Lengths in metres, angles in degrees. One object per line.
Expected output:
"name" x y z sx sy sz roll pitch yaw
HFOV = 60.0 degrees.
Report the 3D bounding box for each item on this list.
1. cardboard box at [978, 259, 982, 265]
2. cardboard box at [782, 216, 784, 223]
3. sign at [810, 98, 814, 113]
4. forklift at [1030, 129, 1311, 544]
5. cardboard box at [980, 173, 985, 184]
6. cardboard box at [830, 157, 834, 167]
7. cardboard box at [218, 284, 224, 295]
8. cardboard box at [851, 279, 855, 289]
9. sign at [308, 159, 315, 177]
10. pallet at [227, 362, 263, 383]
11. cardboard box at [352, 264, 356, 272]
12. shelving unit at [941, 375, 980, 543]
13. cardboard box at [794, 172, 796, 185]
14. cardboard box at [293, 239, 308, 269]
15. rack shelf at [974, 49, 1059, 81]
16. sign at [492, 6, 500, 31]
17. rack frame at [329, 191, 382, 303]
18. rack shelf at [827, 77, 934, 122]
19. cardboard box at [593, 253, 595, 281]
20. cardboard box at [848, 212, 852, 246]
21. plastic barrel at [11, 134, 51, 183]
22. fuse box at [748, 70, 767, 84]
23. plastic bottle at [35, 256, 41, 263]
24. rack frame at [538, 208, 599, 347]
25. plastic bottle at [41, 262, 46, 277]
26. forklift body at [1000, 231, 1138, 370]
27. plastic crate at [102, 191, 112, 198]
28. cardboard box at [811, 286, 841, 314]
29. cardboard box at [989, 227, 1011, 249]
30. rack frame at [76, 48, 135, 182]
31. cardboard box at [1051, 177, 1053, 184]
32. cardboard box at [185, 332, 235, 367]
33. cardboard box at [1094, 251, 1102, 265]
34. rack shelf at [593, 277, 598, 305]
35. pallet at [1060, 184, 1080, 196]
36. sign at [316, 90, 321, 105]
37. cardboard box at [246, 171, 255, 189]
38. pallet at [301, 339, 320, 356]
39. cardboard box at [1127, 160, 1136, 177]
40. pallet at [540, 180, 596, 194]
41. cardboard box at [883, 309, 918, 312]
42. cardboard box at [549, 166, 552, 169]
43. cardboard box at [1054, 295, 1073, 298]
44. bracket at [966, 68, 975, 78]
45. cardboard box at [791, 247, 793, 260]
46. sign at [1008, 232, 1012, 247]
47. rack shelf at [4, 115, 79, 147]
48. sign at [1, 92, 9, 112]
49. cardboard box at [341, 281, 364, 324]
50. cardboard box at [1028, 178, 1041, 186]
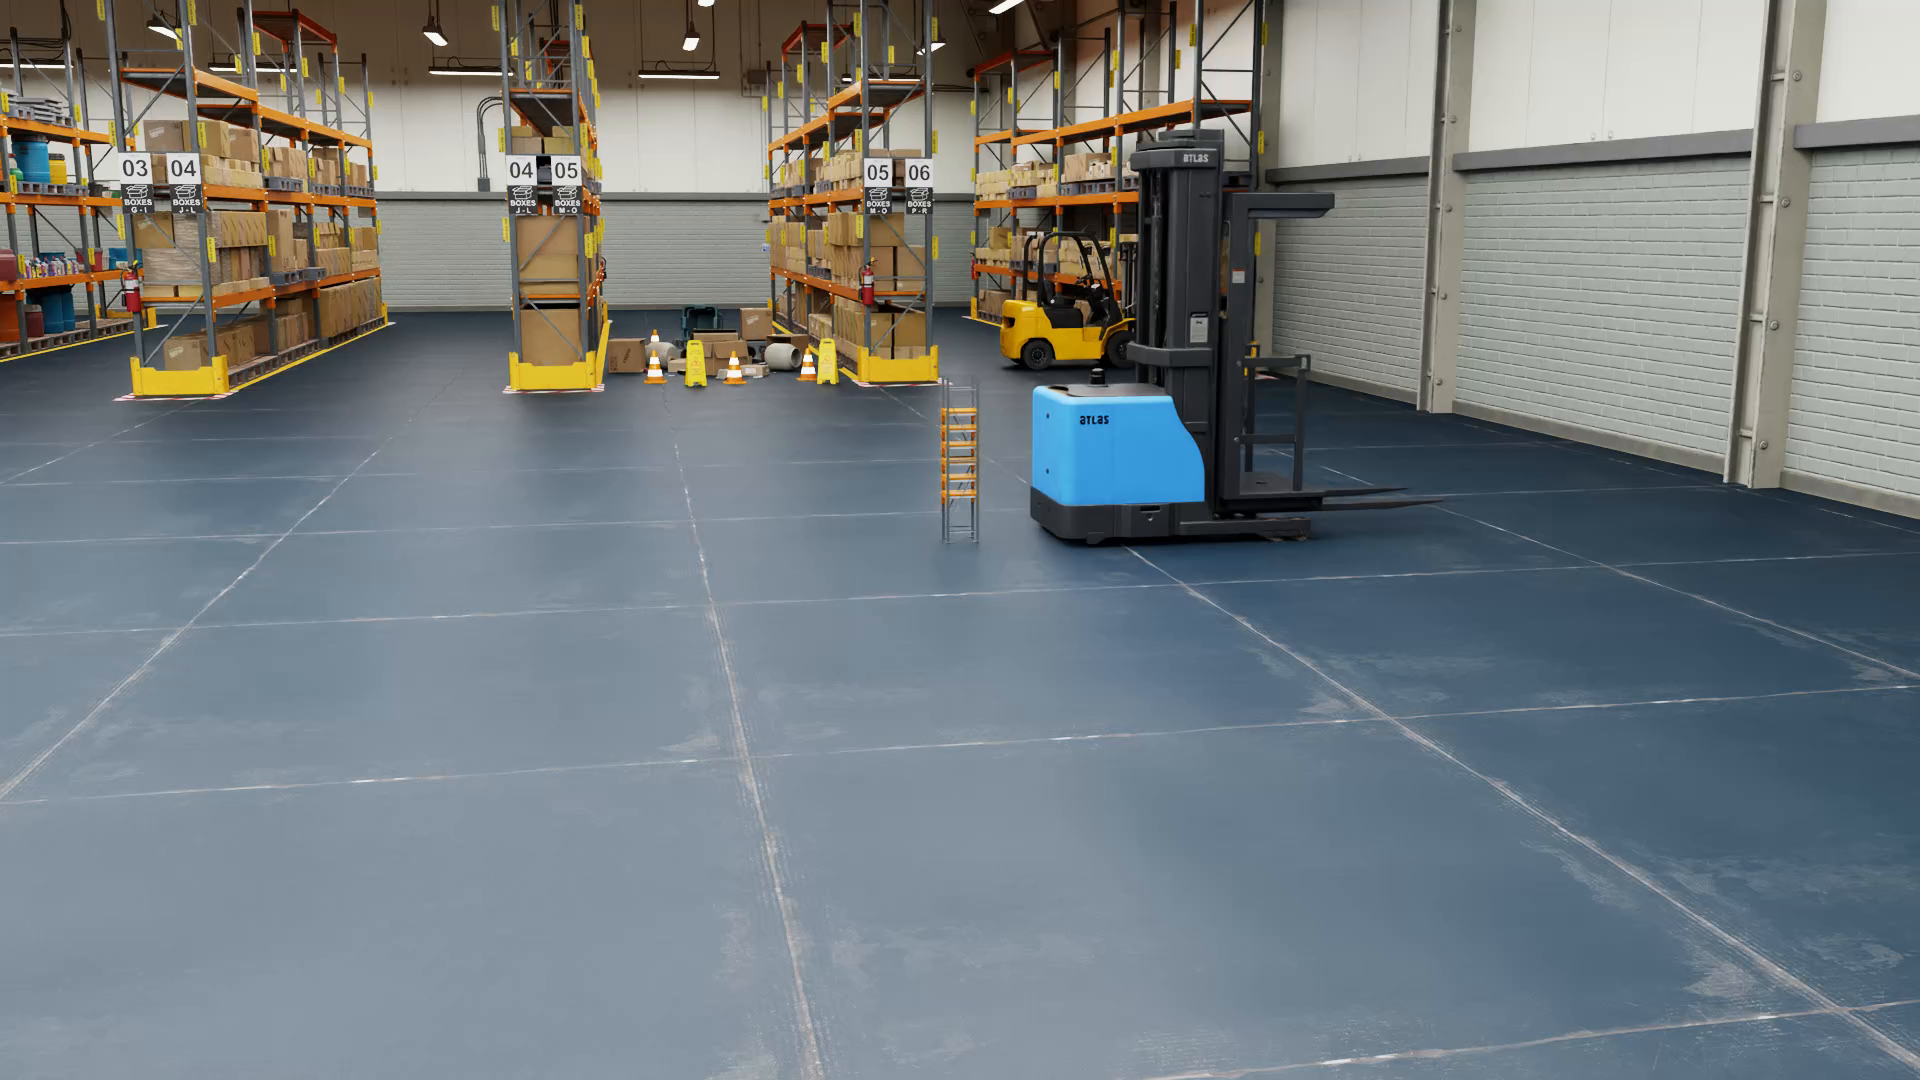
"cardboard box" 0.647 -6.748 40.302 0.380 0.149 0.250 -2 11 -11
"cardboard box" -3.744 -7.120 36.905 0.380 0.149 0.250 -2 11 -11
"sign" -3.481 -10.223 39.130 0.100 0.325 0.005 -2 11 -11
"forklift" 2.108 -1.524 12.366 3.031 2.935 1.130 -2 11 -11
"cardboard box" 0.773 -8.549 39.337 0.500 0.250 0.500 -2 11 -11
"cardboard box" -1.941 -6.232 27.435 0.380 0.149 0.250 -2 11 -12
"cardboard box" -10.510 -3.496 23.216 0.380 0.149 0.250 -2 11 -11
"cardboard box" -1.453 -3.900 25.337 0.380 0.149 0.250 -2 11 -10
"sign" -11.648 -6.680 29.866 0.100 0.325 0.005 -2 11 -11
"pallet" -10.996 -2.484 24.681 1.003 0.211 1.213 -2 11 -11
"cardboard box" -12.690 -5.610 34.320 0.380 0.149 0.250 -2 11 -11
"shelving unit" 0.003 -0.587 12.070 0.258 1.200 0.189 -2 11 -11
"cardboard box" -3.071 -7.147 32.940 0.396 0.266 0.258 -2 11 -12
"cardboard box" -11.830 -4.992 29.013 0.700 0.500 0.500 0 11 -3
"rack shelf" 1.242 -10.802 37.916 1.077 0.370 4.000 -2 11 -11
"sign" -6.275 -7.056 22.489 0.100 0.325 0.005 -2 11 -11
"rack frame" -13.736 -6.401 37.802 1.000 3.000 0.127 -2 11 -11
"rack shelf" -1.293 -6.785 25.712 1.077 0.370 4.000 -2 11 -11
"cardboard box" -6.549 -4.701 28.607 0.500 0.500 0.500 -2 11 -11
"cardboard box" -1.308 -4.692 25.087 0.700 0.500 0.500 -2 11 -10
"plastic barrel" -17.335 -7.105 31.019 0.600 0.901 0.708 -2 11 -11
"fuse box" -5.378 -12.299 44.190 0.513 0.334 0.176 -2 11 -11
"plastic bottle" -18.058 -5.379 32.566 0.144 0.351 0.185 -2 11 -11
"rack frame" -7.296 -5.095 30.943 1.000 3.000 0.127 -2 11 -11
"plastic bottle" -17.026 -5.015 30.867 0.097 0.271 0.097 0 11 0
"forklift body" 1.806 -3.872 26.788 2.313 2.155 1.214 -2 11 -11
"plastic crate" -17.949 -7.194 34.656 0.437 0.136 0.530 -2 11 -11
"cardboard box" -2.513 -4.586 32.827 0.875 0.875 0.875 -2 11 -12
"cardboard box" 0.969 -7.015 38.629 0.500 0.500 0.500 -2 11 -10
"rack frame" -18.595 -9.167 36.295 1.000 3.000 0.127 -2 11 -11
"cardboard box" 2.046 -7.224 33.442 0.380 0.149 0.250 -2 11 -10
"cardboard box" -10.983 -2.783 24.360 0.500 0.500 0.500 -1 11 -6
"cardboard box" 2.733 -5.088 29.970 0.500 0.250 0.500 -2 11 -12
"rack shelf" -6.907 -4.375 29.083 1.077 0.370 4.000 -2 11 -11
"pallet" 2.628 -6.734 32.039 1.213 0.211 1.003 -2 11 -8
"sign" -14.282 -9.865 37.039 0.100 0.325 0.005 -2 11 -11
"cardboard box" -10.966 -5.429 25.078 0.500 0.250 0.500 -2 11 -10
"pallet" -12.030 -3.420 29.601 1.003 0.211 1.213 -2 11 -11
"cardboard box" 3.109 -6.265 27.915 0.500 0.311 0.500 -2 11 -10
"pallet" -6.898 -6.155 28.993 1.003 0.211 1.213 -2 11 -8
"cardboard box" -0.901 -3.308 25.781 0.500 0.500 0.500 -3 11 -13
"cardboard box" -6.812 -6.140 27.424 0.500 0.250 0.500 -2 11 -10
"cardboard box" 2.064 -4.853 33.500 0.380 0.149 0.250 -3 11 -14
"bracket" 0.322 -12.683 45.136 0.235 0.232 0.430 -2 11 -11
"cardboard box" -3.228 -5.920 34.342 0.500 0.250 0.500 -2 11 -10
"sign" 1.100 -6.613 36.601 0.100 0.325 0.005 -2 11 -11
"rack shelf" -17.428 -7.517 30.618 1.077 0.370 4.000 -2 11 -11
"sign" -16.501 -7.563 28.728 0.100 0.325 0.005 -2 11 -11
"cardboard box" -13.008 -4.953 34.758 0.875 0.875 0.875 -2 11 -11
"cardboard box" 1.623 -7.464 34.647 0.380 0.149 0.250 -2 11 -10
